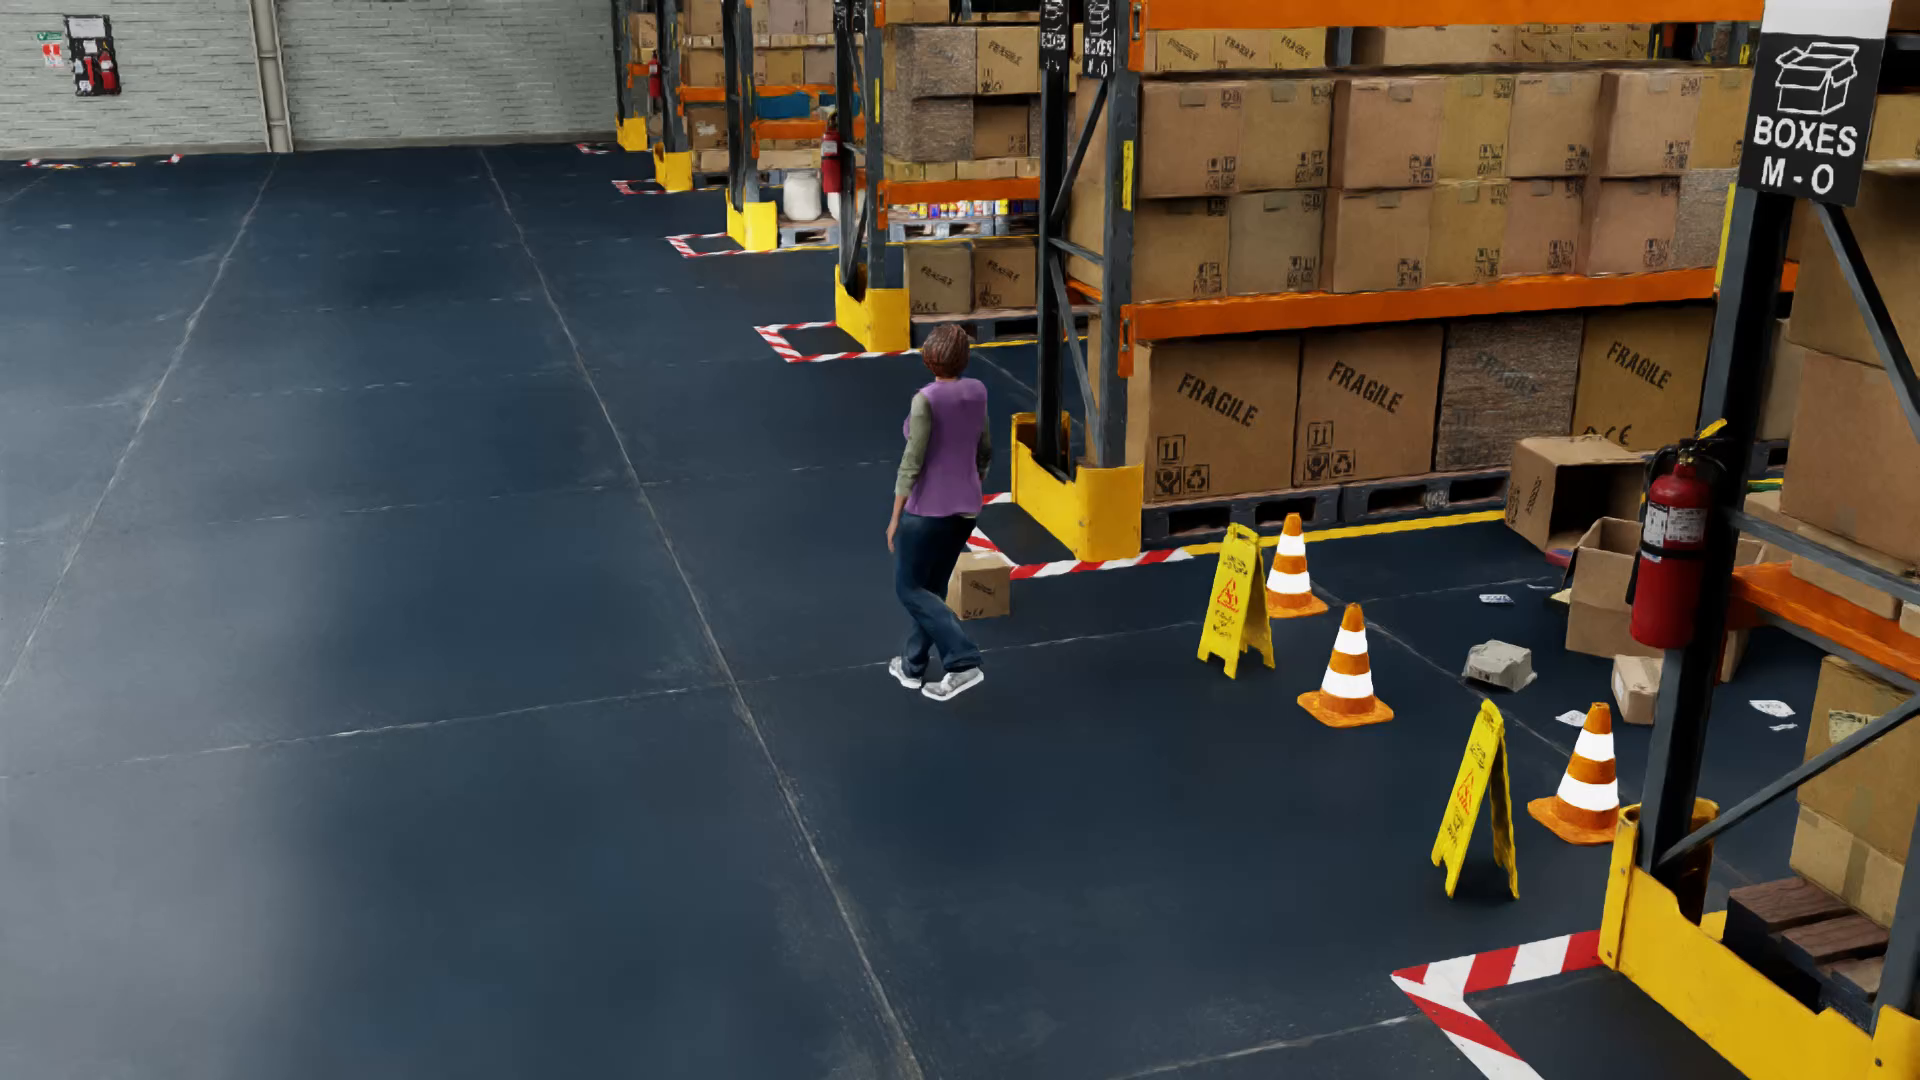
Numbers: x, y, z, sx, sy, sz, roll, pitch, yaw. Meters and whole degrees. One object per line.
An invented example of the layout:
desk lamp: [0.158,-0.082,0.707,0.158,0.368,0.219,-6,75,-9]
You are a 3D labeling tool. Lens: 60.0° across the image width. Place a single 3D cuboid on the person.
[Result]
person: [-0.079,-0.108,6.892,0.520,1.584,0.598,-16,25,-38]
